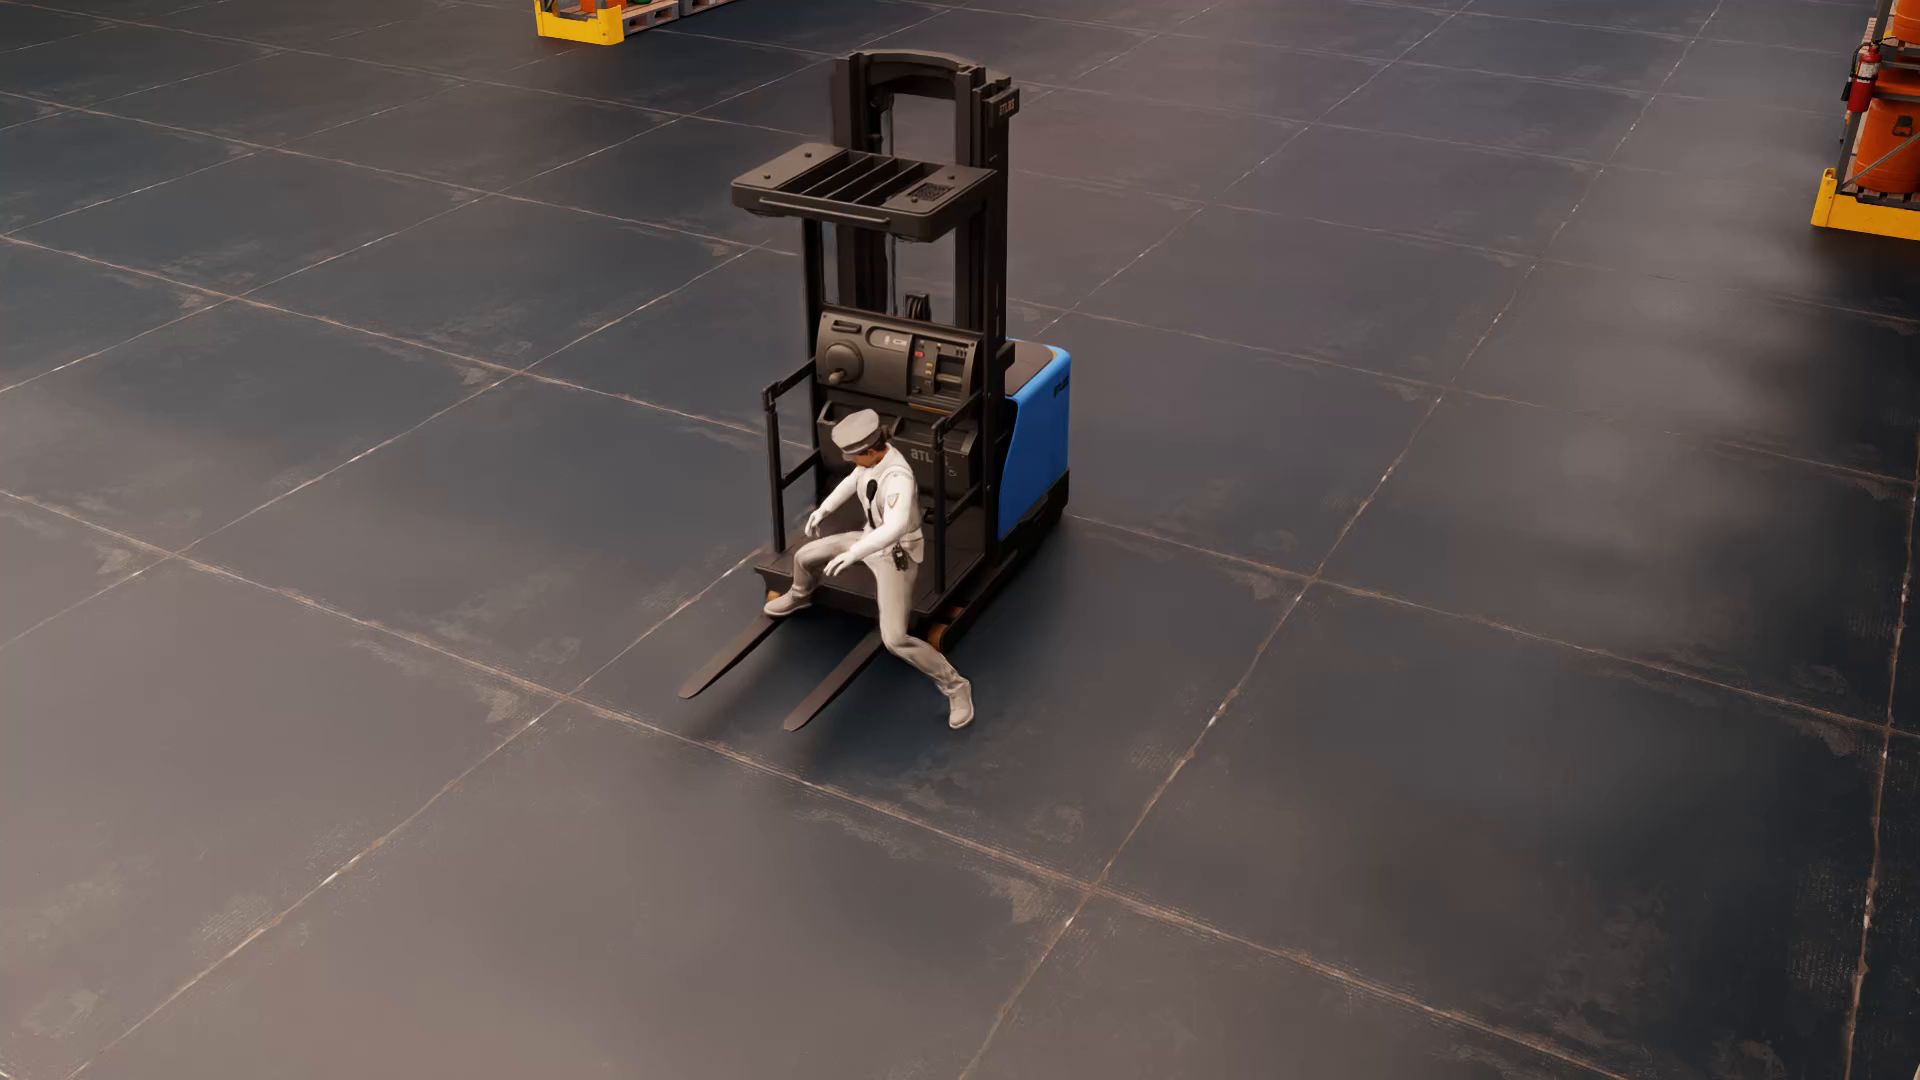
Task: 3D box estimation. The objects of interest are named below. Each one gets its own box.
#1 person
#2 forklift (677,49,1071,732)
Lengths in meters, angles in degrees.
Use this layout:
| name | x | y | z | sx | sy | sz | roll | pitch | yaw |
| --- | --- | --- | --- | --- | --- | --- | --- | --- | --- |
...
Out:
| name | x | y | z | sx | sy | sz | roll | pitch | yaw |
| --- | --- | --- | --- | --- | --- | --- | --- | --- | --- |
| person | -0.474 | 0.073 | 8.245 | 0.811 | 1.485 | 1.211 | -11 | 32 | -18 |
| forklift | -0.433 | -0.911 | 8.649 | 1.130 | 2.935 | 3.031 | 14 | 33 | 22 |
